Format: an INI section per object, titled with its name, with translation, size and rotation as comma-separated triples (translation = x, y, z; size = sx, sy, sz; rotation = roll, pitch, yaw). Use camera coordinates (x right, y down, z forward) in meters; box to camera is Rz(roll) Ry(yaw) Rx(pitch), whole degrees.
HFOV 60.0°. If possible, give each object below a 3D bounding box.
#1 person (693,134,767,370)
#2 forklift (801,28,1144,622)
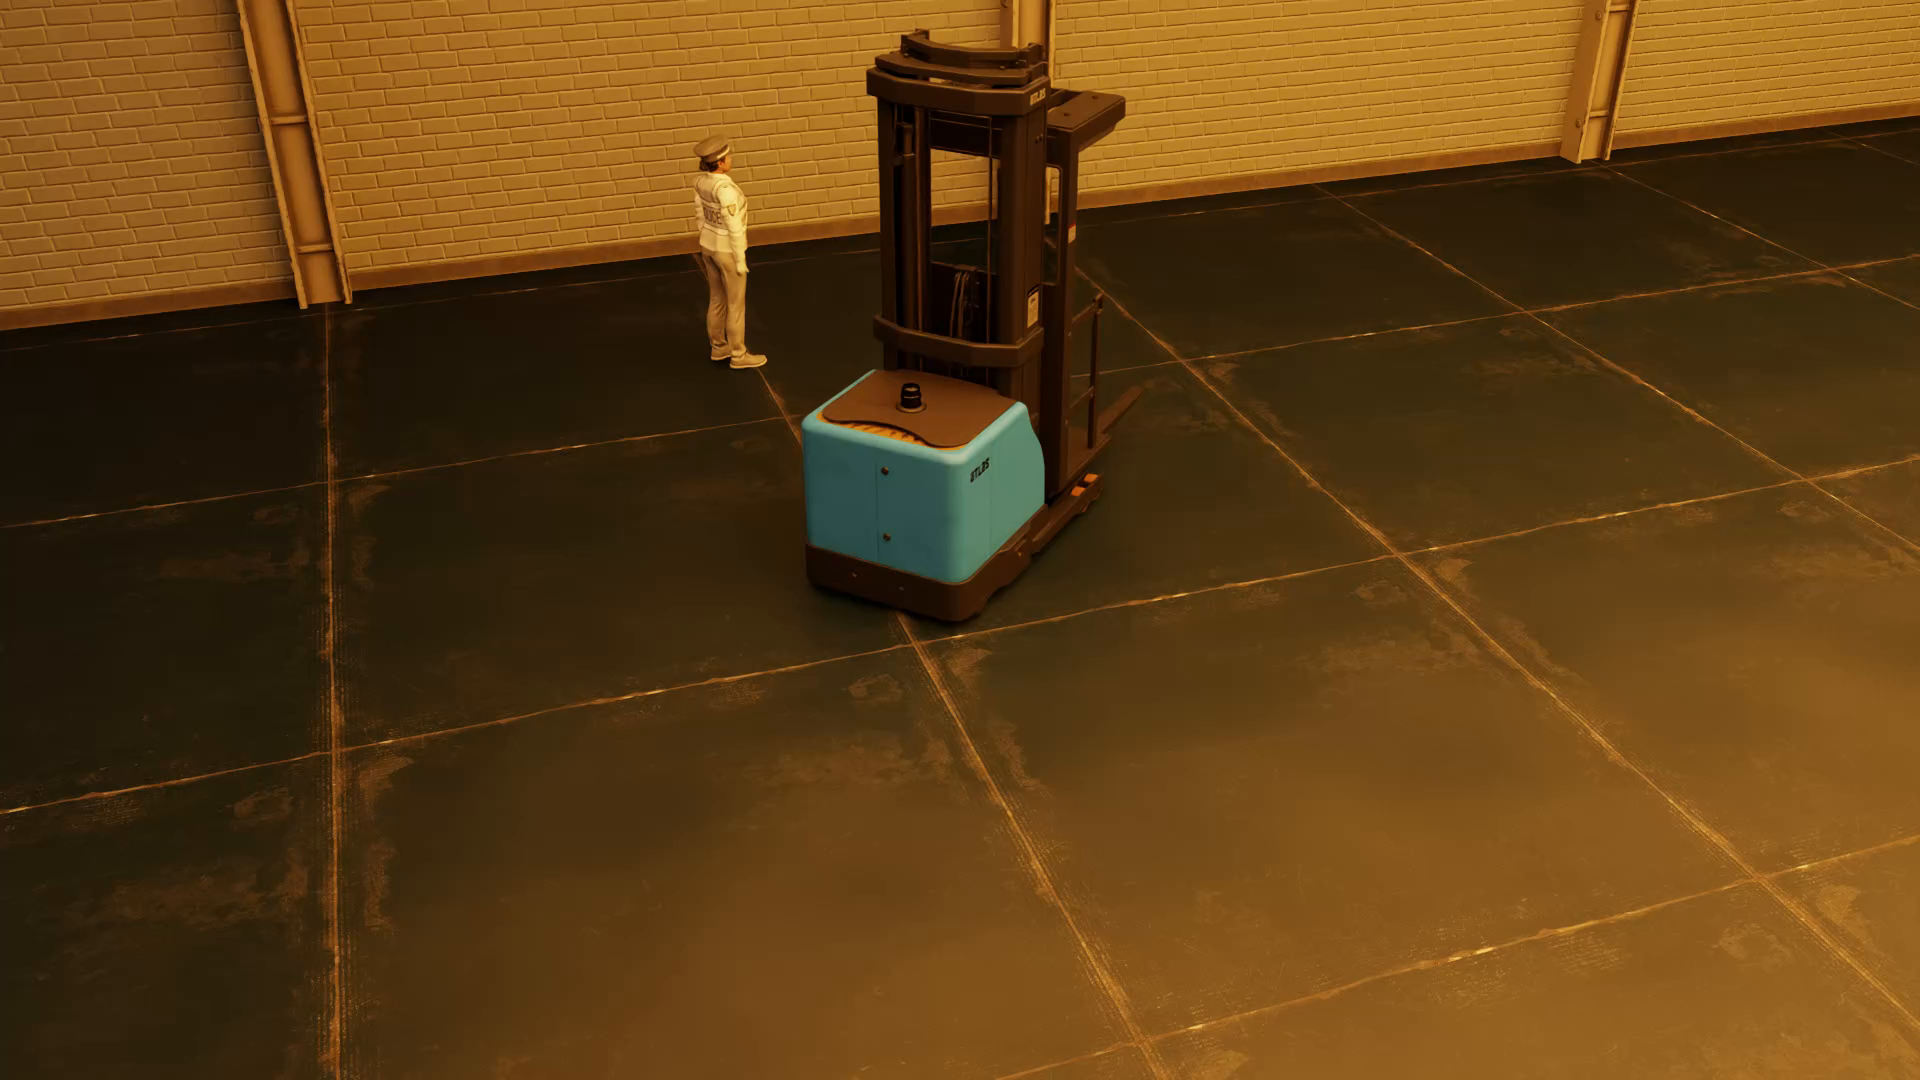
[person]
translation = -1.681, -2.065, 11.924
size = 0.341, 1.693, 0.461
rotation = -24, 38, -35
[forklift]
translation = 0.255, -1.531, 9.748
size = 1.130, 2.935, 3.031
rotation = 15, 33, 24
